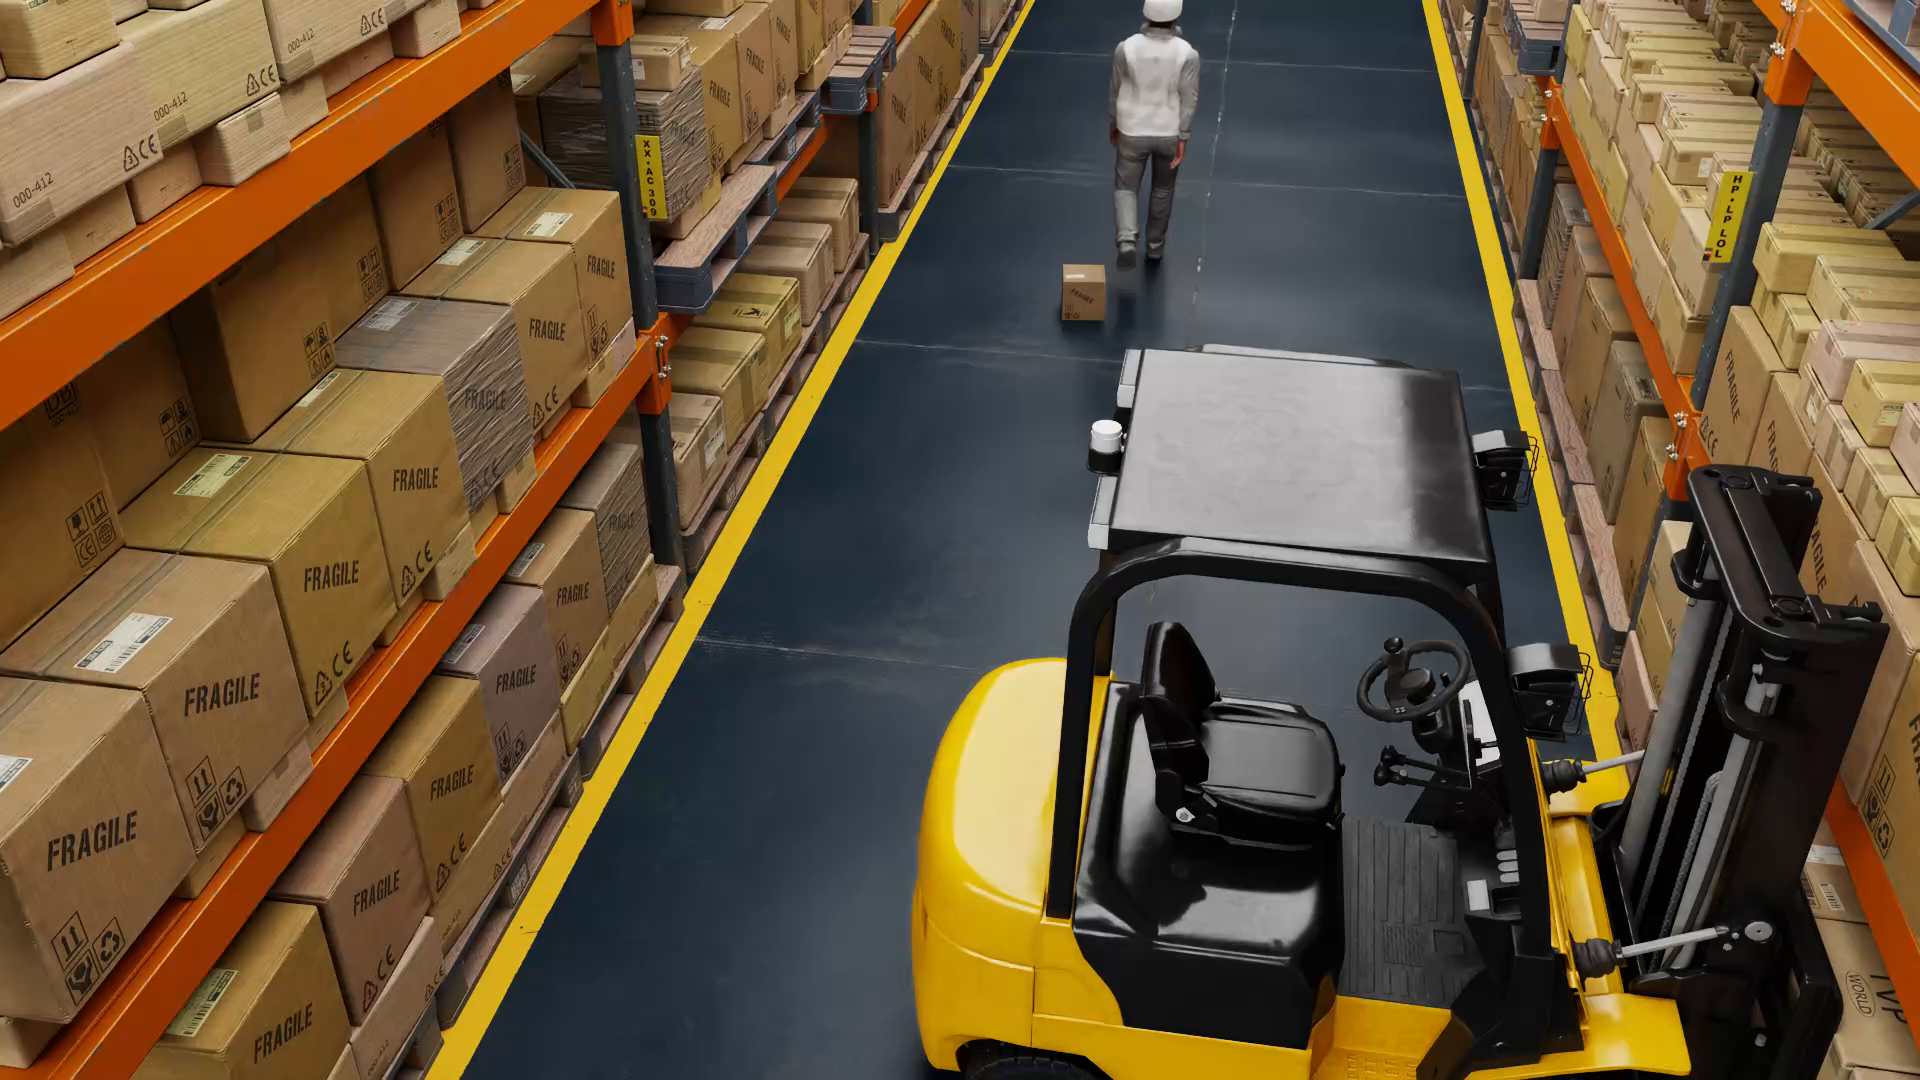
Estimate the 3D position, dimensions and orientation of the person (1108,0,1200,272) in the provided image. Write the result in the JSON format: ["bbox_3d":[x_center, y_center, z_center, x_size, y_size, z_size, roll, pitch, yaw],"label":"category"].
[{"bbox_3d":[1.149,-2.461,10.015,0.526,1.747,0.834,3,32,4],"label":"person"}]
